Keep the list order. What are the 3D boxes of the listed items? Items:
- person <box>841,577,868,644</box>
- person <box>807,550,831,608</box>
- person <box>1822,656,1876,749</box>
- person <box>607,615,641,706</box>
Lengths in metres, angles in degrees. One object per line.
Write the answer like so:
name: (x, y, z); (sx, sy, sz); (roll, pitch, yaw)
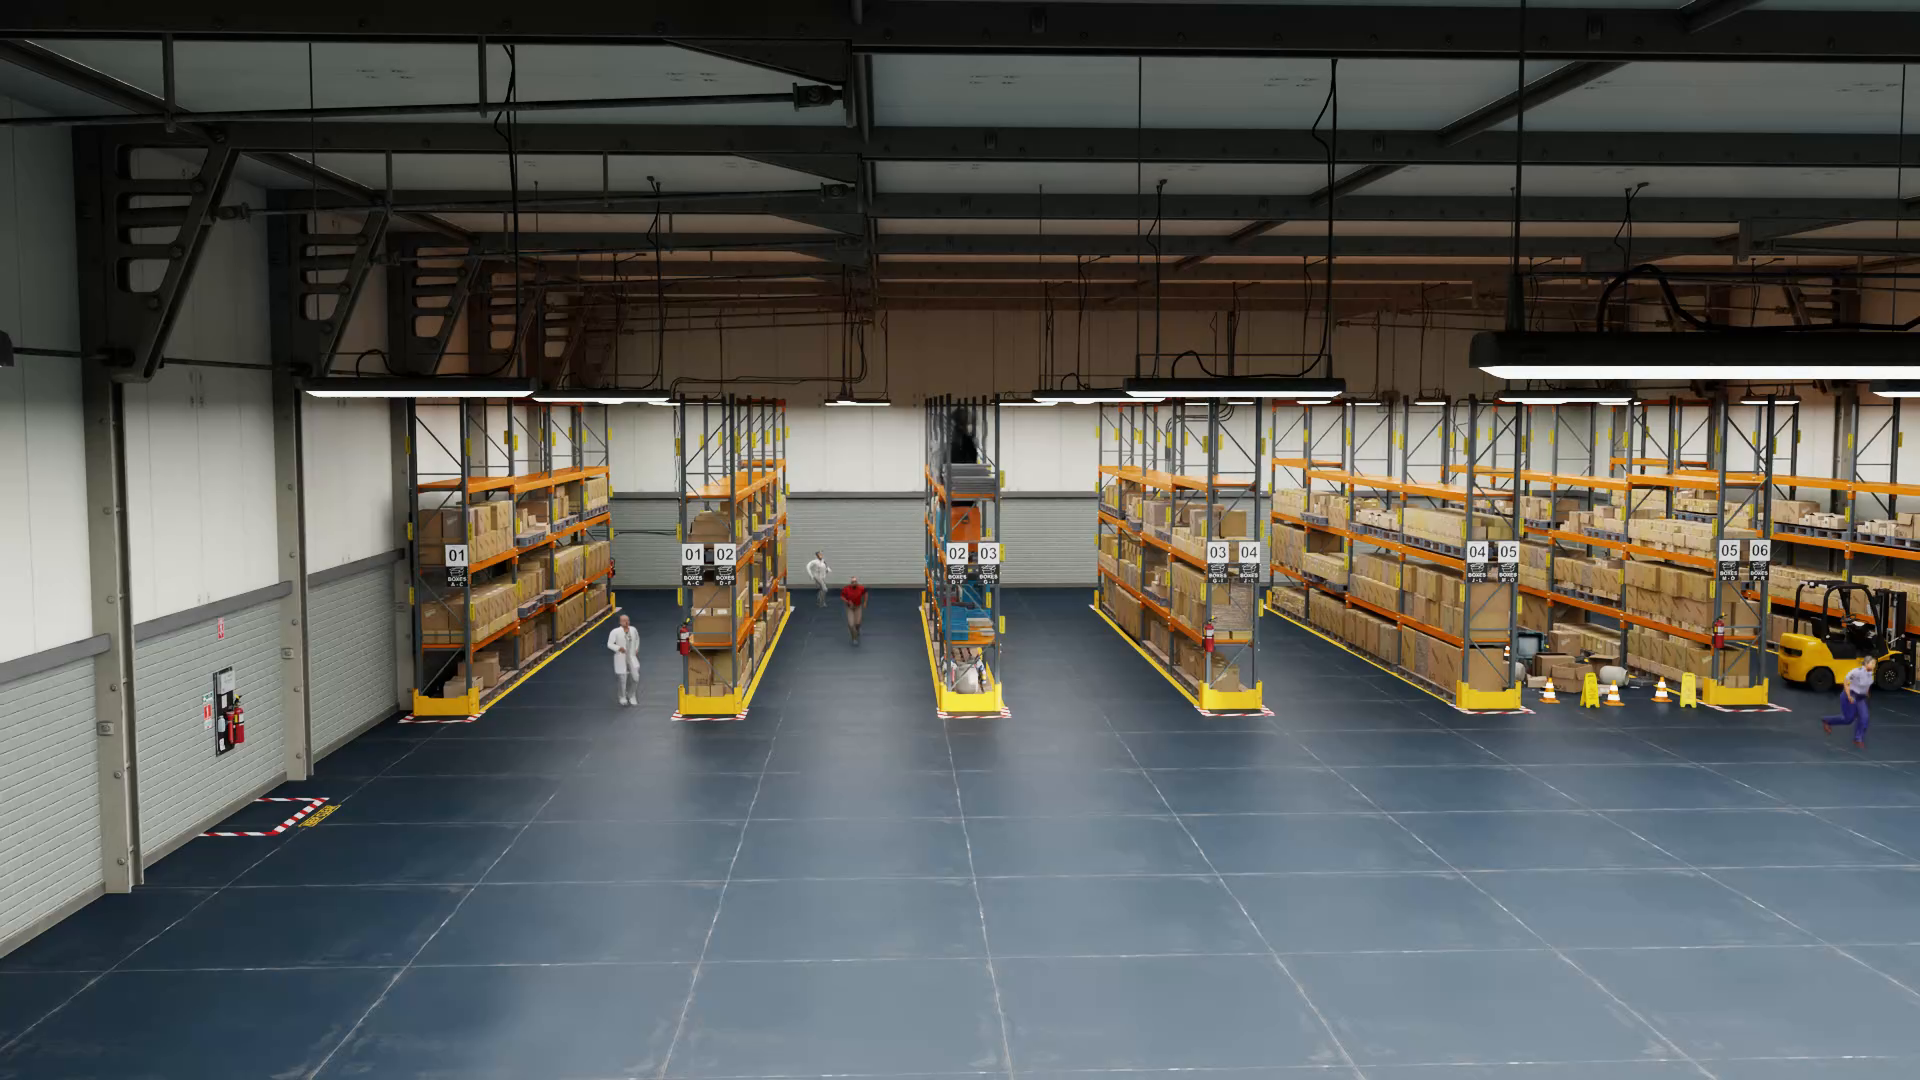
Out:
person: (-2.573, 1.678, 40.501); (0.653, 1.582, 0.700); (0, 5, -2)
person: (-4.022, 1.120, 47.716); (0.627, 1.685, 0.730); (3, 6, 36)
person: (15.161, 2.732, 28.342); (0.610, 1.593, 0.874); (-3, 5, -33)
person: (-6.424, 2.327, 31.949); (0.700, 1.788, 0.755); (-2, 5, -28)
